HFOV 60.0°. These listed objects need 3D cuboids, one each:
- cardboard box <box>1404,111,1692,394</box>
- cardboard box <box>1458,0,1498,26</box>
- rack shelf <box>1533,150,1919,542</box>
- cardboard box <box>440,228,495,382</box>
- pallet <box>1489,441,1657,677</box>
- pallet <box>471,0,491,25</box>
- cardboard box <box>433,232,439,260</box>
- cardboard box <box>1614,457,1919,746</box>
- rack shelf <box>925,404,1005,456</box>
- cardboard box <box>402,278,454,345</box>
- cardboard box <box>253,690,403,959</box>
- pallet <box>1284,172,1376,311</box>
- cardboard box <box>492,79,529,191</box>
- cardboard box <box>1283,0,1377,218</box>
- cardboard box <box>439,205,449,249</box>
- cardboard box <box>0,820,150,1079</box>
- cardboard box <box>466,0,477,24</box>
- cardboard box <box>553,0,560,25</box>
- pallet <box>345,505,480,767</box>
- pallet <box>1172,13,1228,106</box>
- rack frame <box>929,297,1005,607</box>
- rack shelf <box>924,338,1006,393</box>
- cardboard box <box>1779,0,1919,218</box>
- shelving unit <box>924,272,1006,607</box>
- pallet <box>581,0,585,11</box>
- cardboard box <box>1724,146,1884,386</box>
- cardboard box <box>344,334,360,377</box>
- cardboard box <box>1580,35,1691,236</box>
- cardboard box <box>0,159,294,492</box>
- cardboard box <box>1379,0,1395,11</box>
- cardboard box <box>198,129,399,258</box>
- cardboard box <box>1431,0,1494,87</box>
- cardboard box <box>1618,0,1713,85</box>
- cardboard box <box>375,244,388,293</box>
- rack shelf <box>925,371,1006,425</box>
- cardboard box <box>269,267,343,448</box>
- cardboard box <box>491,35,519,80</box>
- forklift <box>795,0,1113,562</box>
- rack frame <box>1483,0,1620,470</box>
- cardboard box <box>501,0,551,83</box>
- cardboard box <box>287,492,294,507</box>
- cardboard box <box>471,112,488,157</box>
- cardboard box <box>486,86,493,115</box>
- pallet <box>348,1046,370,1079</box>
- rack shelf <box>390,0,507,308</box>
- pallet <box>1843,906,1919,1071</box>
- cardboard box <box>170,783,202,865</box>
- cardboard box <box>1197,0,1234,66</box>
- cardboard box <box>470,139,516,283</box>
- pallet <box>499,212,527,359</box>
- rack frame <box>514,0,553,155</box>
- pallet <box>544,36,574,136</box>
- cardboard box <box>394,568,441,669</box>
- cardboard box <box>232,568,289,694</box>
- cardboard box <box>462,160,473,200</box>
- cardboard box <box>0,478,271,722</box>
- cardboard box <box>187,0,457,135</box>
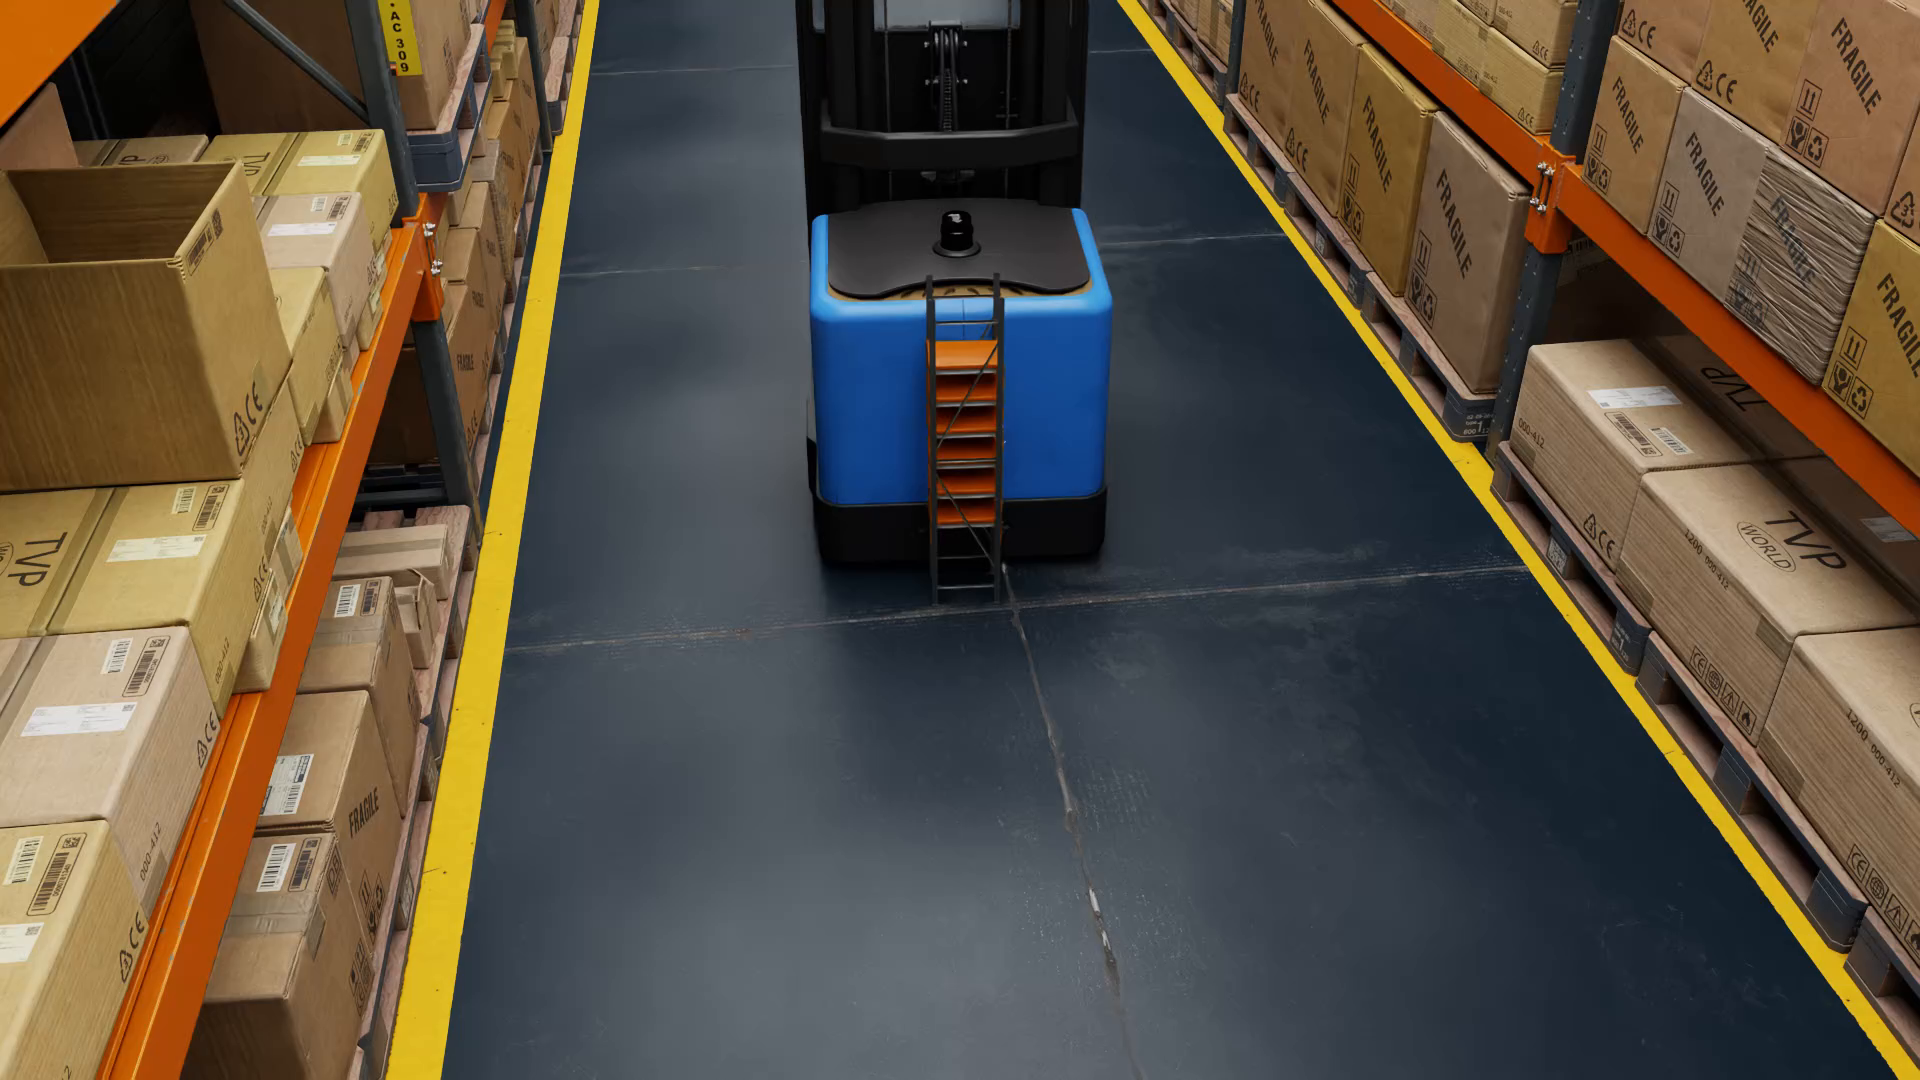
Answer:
[{"bbox_3d":[2.464,-1.218,6.887,0.875,0.875,0.875,-3,34,-5],"label":"cardboard box"},{"bbox_3d":[2.252,-2.233,6.552,0.500,0.250,0.500,-4,34,-5],"label":"cardboard box"},{"bbox_3d":[2.896,-0.169,4.473,1.077,0.370,4.000,-4,35,-6],"label":"rack shelf"},{"bbox_3d":[-2.214,-0.928,6.795,0.500,0.500,0.500,-5,35,-7],"label":"cardboard box"},{"bbox_3d":[2.652,0.000,6.062,1.003,0.211,1.213,-4,35,-6],"label":"pallet"},{"bbox_3d":[-2.563,-2.272,7.091,1.003,0.211,1.213,-4,35,-6],"label":"pallet"},{"bbox_3d":[-2.158,-1.097,6.203,0.380,0.149,0.250,-6,35,-9],"label":"cardboard box"},{"bbox_3d":[2.726,0.161,5.252,0.875,0.438,0.875,-5,35,-8],"label":"cardboard box"},{"bbox_3d":[0.016,-0.378,5.605,0.258,0.103,0.180,-2,34,-3],"label":"rack shelf"},{"bbox_3d":[-2.076,-0.833,6.080,0.380,0.149,0.250,-3,34,-4],"label":"cardboard box"},{"bbox_3d":[-1.790,0.756,4.323,0.500,0.500,0.500,-4,34,-5],"label":"cardboard box"},{"bbox_3d":[2.281,-1.537,8.318,1.003,0.211,1.213,-4,35,-6],"label":"pallet"},{"bbox_3d":[-2.502,-2.077,8.481,0.500,0.500,0.500,-5,35,-7],"label":"cardboard box"},{"bbox_3d":[2.216,-2.220,8.358,0.875,0.875,0.875,-4,34,-6],"label":"cardboard box"},{"bbox_3d":[-2.286,-1.276,6.730,0.380,0.149,0.250,-5,35,-7],"label":"cardboard box"},{"bbox_3d":[-1.547,0.693,2.438,0.500,0.250,0.500,-4,34,-6],"label":"cardboard box"},{"bbox_3d":[-2.098,-2.127,6.453,0.396,0.266,0.258,-3,34,-4],"label":"cardboard box"},{"bbox_3d":[-3.086,-3.717,10.777,0.875,0.625,0.625,-6,35,-8],"label":"cardboard box"},{"bbox_3d":[-2.200,0.331,5.576,1.003,0.211,1.213,-4,35,-6],"label":"pallet"},{"bbox_3d":[1.986,-3.098,10.609,1.003,0.211,1.213,-4,35,-6],"label":"pallet"},{"bbox_3d":[0.022,-0.264,5.572,0.240,1.200,0.006,-2,34,-3],"label":"rack frame"},{"bbox_3d":[0.016,-0.576,5.469,0.258,0.103,0.180,-2,34,-3],"label":"rack shelf"},{"bbox_3d":[2.571,-1.184,4.347,0.500,0.500,0.500,-4,34,-5],"label":"cardboard box"},{"bbox_3d":[0.016,-0.315,5.647,0.258,1.200,0.189,-2,34,-3],"label":"shelving unit"},{"bbox_3d":[-3.229,-4.108,12.091,1.003,0.211,1.213,-4,35,-6],"label":"pallet"},{"bbox_3d":[2.555,-0.783,4.646,0.500,0.500,0.500,-4,34,-6],"label":"cardboard box"},{"bbox_3d":[-1.874,-0.506,4.552,0.380,0.149,0.250,-4,34,-5],"label":"cardboard box"},{"bbox_3d":[2.431,-1.342,5.467,0.500,0.500,0.500,-3,34,-5],"label":"cardboard box"},{"bbox_3d":[-1.749,-0.454,3.455,0.500,0.500,0.500,-4,34,-5],"label":"cardboard box"},{"bbox_3d":[2.127,-2.607,7.545,0.500,0.250,0.500,-4,35,-6],"label":"cardboard box"},{"bbox_3d":[-1.981,-0.999,4.922,0.500,0.250,0.500,-4,34,-5],"label":"cardboard box"},{"bbox_3d":[2.250,-2.036,6.707,0.500,0.250,0.500,-5,35,-7],"label":"cardboard box"},{"bbox_3d":[2.451,-1.753,5.182,0.500,0.500,0.500,-4,34,-6],"label":"cardboard box"},{"bbox_3d":[-1.941,-0.798,4.980,0.380,0.149,0.250,-3,34,-5],"label":"cardboard box"},{"bbox_3d":[0.016,-0.477,5.537,0.258,0.103,0.180,-2,34,-3],"label":"rack shelf"},{"bbox_3d":[-1.845,-0.442,4.104,0.500,0.250,0.500,-5,35,-7],"label":"cardboard box"},{"bbox_3d":[-2.444,-2.439,8.436,0.380,0.149,0.250,-6,35,-9],"label":"cardboard box"},{"bbox_3d":[-0.082,-1.937,6.490,1.130,2.935,3.031,-2,34,-3],"label":"forklift"},{"bbox_3d":[2.627,-1.582,5.908,1.000,3.000,0.127,-4,35,-6],"label":"rack frame"},{"bbox_3d":[-2.899,-2.978,9.692,0.875,0.625,0.625,-3,34,-5],"label":"cardboard box"},{"bbox_3d":[-1.808,-0.079,3.926,0.380,0.149,0.250,-4,35,-6],"label":"cardboard box"},{"bbox_3d":[-2.361,-1.847,7.567,0.380,0.149,0.250,-6,35,-9],"label":"cardboard box"},{"bbox_3d":[-2.462,-2.138,7.994,0.380,0.149,0.250,-3,34,-5],"label":"cardboard box"},{"bbox_3d":[-1.871,1.693,3.578,1.003,0.211,1.213,-4,35,-6],"label":"pallet"},{"bbox_3d":[-2.560,-2.023,7.194,1.077,0.370,4.000,-4,35,-6],"label":"rack shelf"},{"bbox_3d":[2.980,1.362,4.064,1.003,0.211,1.213,-4,35,-6],"label":"pallet"},{"bbox_3d":[-1.648,0.499,3.077,0.380,0.149,0.250,-3,34,-5],"label":"cardboard box"},{"bbox_3d":[2.023,-3.218,10.269,0.950,0.372,0.625,-7,35,-10],"label":"cardboard box"},{"bbox_3d":[-2.341,-1.497,7.630,0.500,0.500,0.500,-6,35,-8],"label":"cardboard box"},{"bbox_3d":[-2.605,-1.185,7.802,1.003,0.211,1.213,-4,35,-6],"label":"pallet"},{"bbox_3d":[-2.829,-3.436,8.629,1.000,3.000,0.127,-4,35,-6],"label":"rack frame"},{"bbox_3d":[-2.901,-2.746,10.093,1.003,0.211,1.213,-4,35,-6],"label":"pallet"},{"bbox_3d":[-1.877,0.240,5.289,0.396,0.266,0.258,-3,34,-5],"label":"cardboard box"},{"bbox_3d":[-1.649,0.205,3.509,0.380,0.149,0.250,-5,35,-8],"label":"cardboard box"},{"bbox_3d":[-2.313,-1.557,7.142,0.380,0.149,0.250,-3,34,-5],"label":"cardboard box"},{"bbox_3d":[-1.687,0.129,3.266,0.500,0.250,0.500,-5,35,-7],"label":"cardboard box"},{"bbox_3d":[-2.134,-1.706,5.628,0.700,0.500,0.500,-4,34,-5],"label":"cardboard box"}]
